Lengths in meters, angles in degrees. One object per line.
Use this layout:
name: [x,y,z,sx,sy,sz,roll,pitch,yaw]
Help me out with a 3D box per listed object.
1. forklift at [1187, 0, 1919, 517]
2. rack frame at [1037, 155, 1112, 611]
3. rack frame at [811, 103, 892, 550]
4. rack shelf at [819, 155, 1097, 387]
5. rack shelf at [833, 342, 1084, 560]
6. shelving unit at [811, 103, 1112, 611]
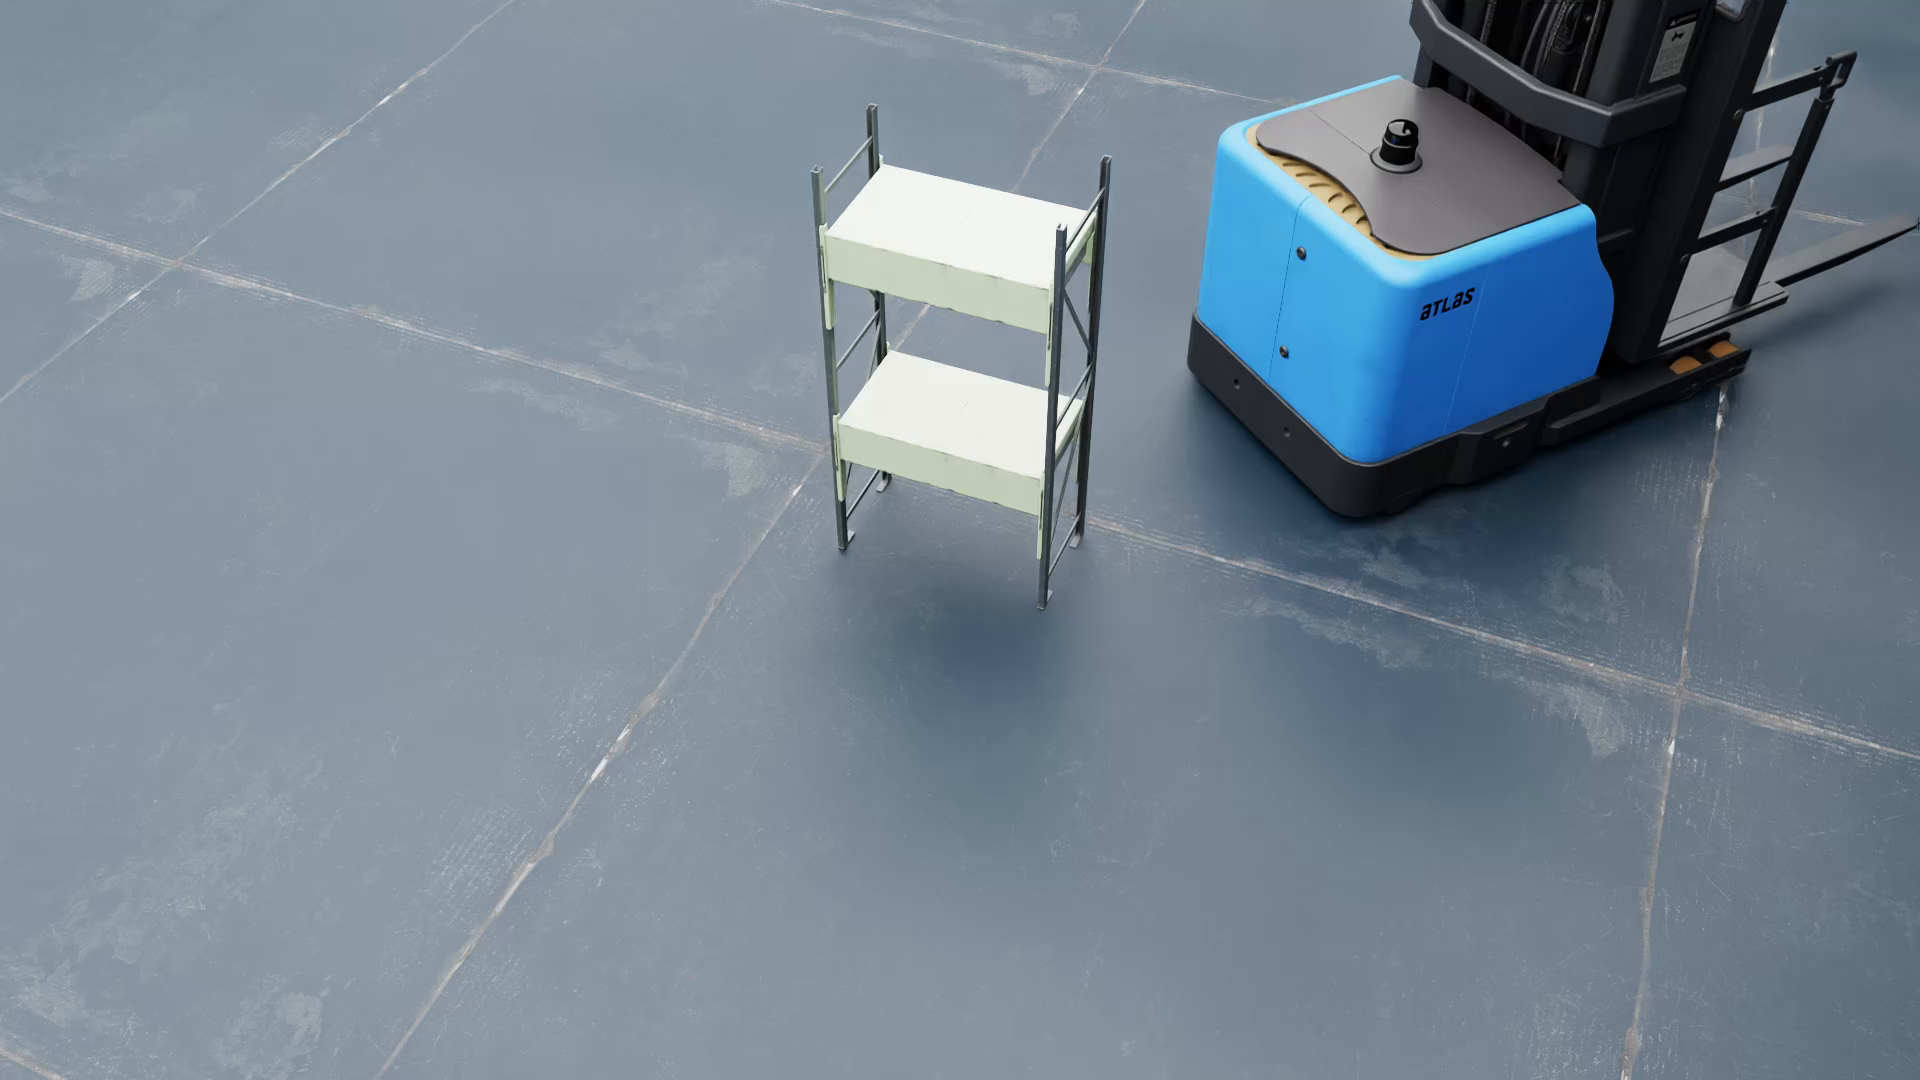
forklift: [2.406,-1.873,5.554,3.031,2.935,1.130,-21,49,-20]
rack frame: [0.344,-0.430,5.119,0.023,1.500,0.400,16,47,16]
rack frame: [-0.332,-0.629,5.319,0.023,1.500,0.400,16,47,16]
rack shelf: [0.006,-0.807,4.944,0.720,0.370,0.431,16,47,16]
rack shelf: [0.006,-0.299,5.449,0.720,0.370,0.431,16,47,16]
shelving unit: [0.006,-0.530,5.219,0.755,1.500,0.431,16,47,16]
